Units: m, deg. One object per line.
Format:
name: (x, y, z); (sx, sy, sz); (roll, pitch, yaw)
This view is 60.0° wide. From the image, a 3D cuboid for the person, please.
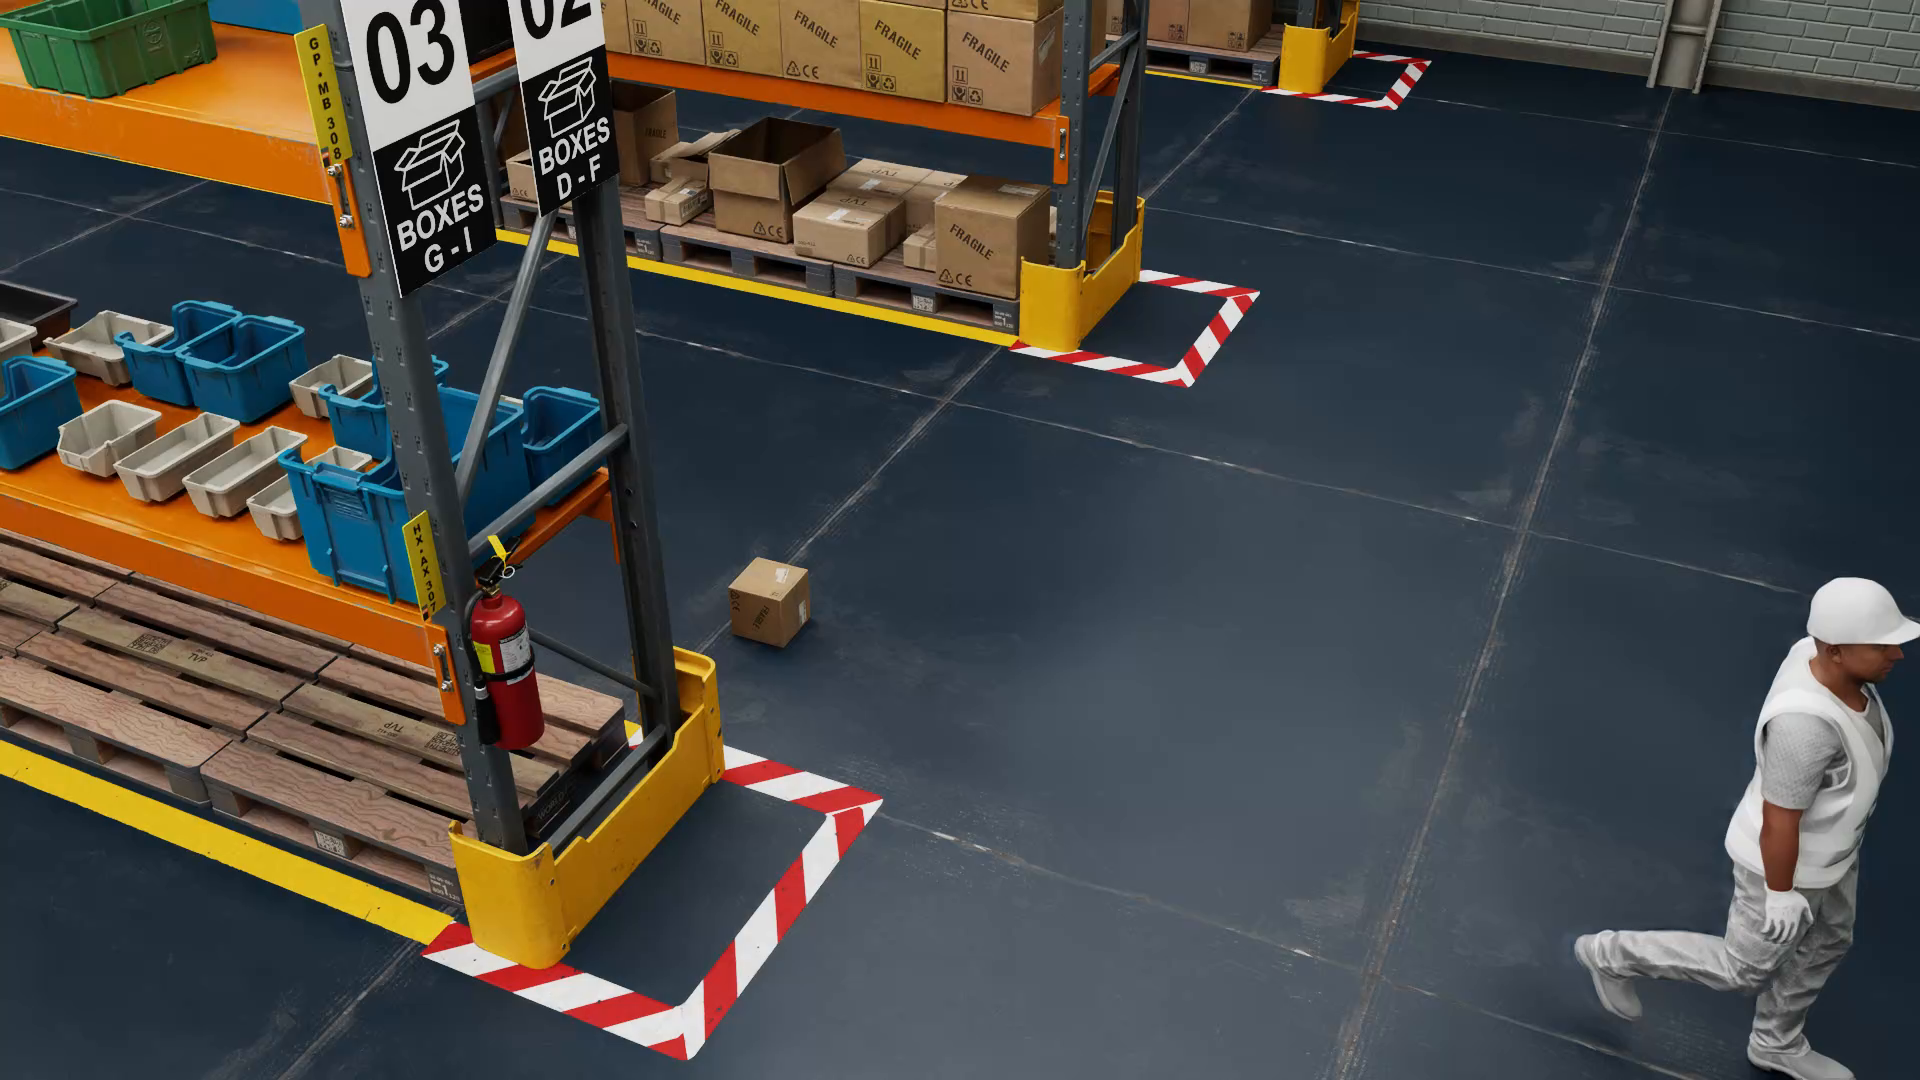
person: (2.354, 0.866, 4.798); (0.854, 1.761, 0.553); (23, 40, 30)
